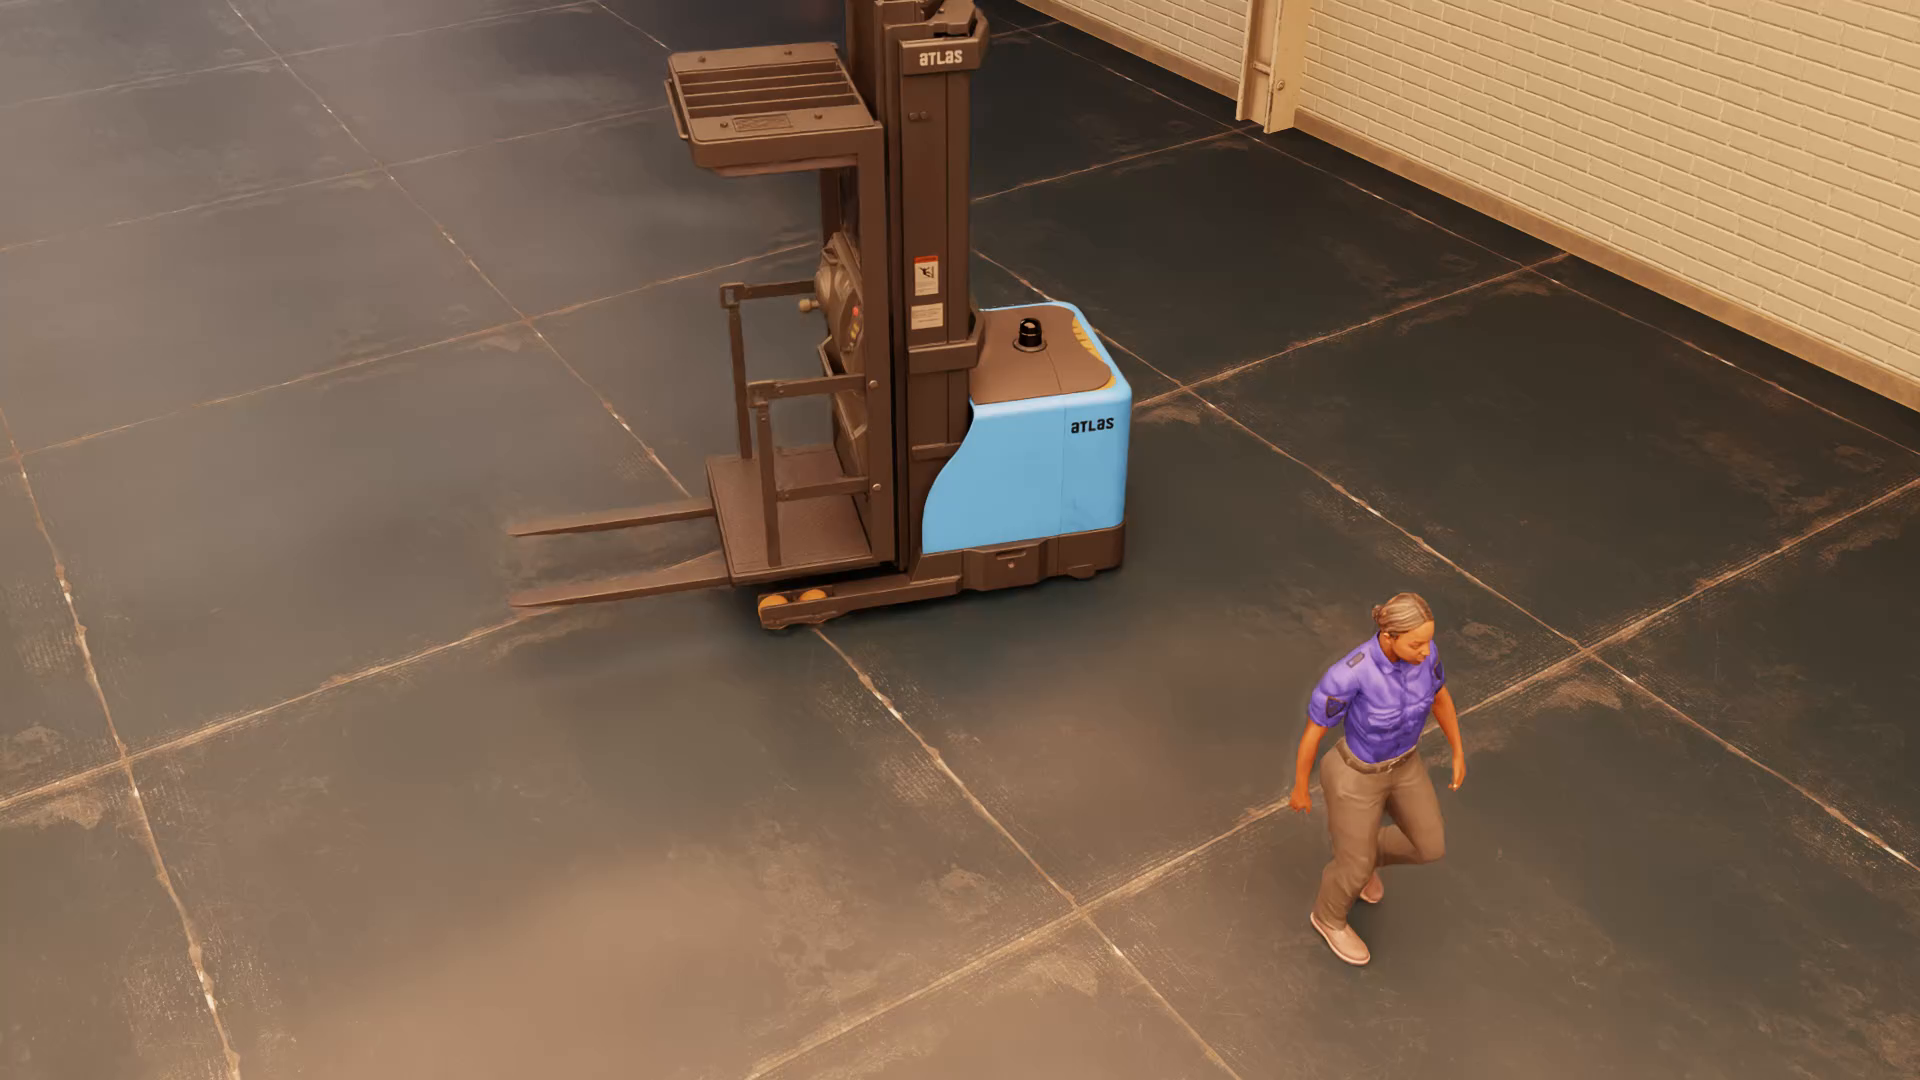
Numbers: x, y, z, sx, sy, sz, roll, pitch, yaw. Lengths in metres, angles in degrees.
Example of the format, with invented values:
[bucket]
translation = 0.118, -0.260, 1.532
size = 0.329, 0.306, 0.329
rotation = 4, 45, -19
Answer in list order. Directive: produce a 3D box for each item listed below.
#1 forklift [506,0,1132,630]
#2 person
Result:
[forklift]
translation = -0.740, -1.099, 7.712
size = 3.031, 2.935, 1.130
rotation = -8, 36, -11
[person]
translation = 1.526, 0.856, 6.059
size = 0.629, 1.640, 0.463
rotation = -20, 40, -26
